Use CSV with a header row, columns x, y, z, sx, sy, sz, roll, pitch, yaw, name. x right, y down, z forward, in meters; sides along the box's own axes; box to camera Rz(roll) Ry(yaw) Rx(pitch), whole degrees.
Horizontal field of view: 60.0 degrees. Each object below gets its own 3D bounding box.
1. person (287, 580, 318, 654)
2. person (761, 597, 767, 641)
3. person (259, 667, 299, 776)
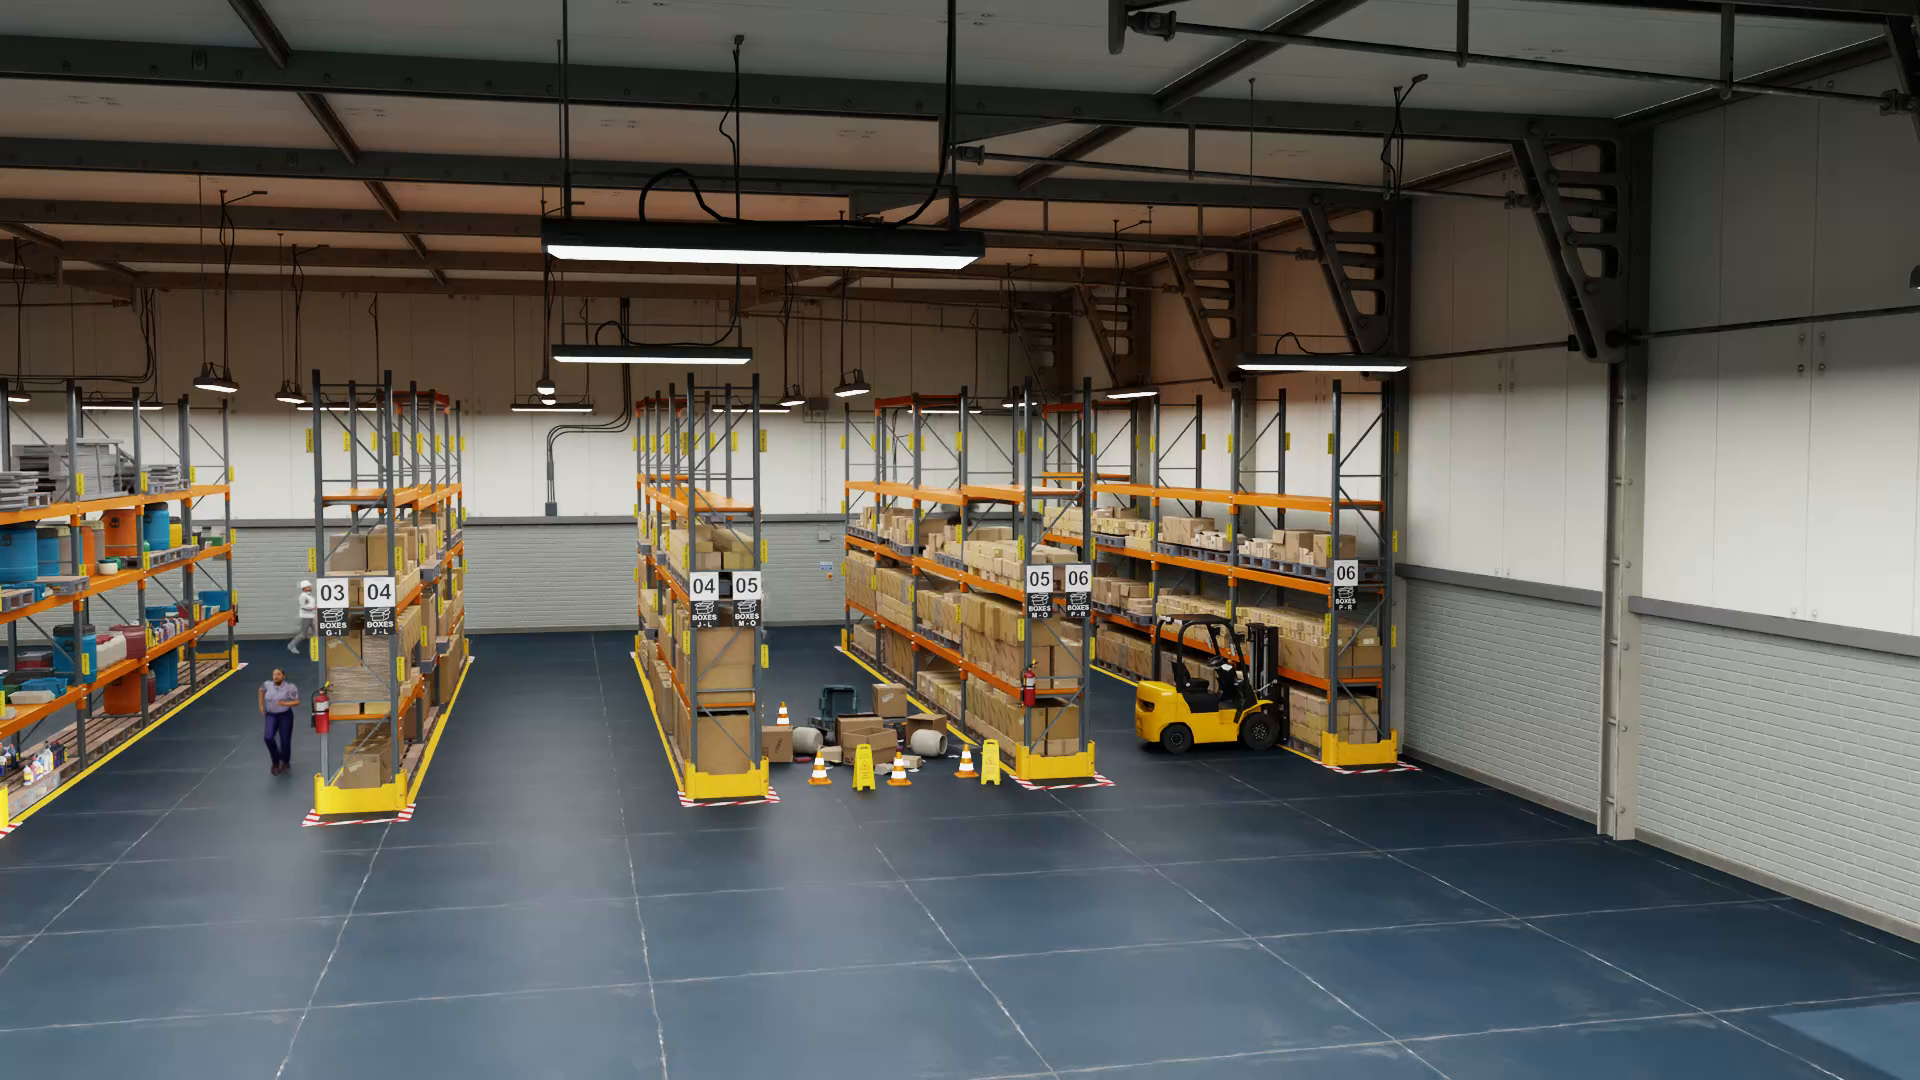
x,y,z,sx,sy,sz,roll,pitch,yaw,name
-15.395,1.851,39.211,0.911,1.807,0.667,0,3,-1,person
-5.086,1.835,40.981,0.769,1.655,0.607,-2,4,-25,person
-10.322,2.775,25.205,0.630,1.556,0.783,-1,3,-9,person
